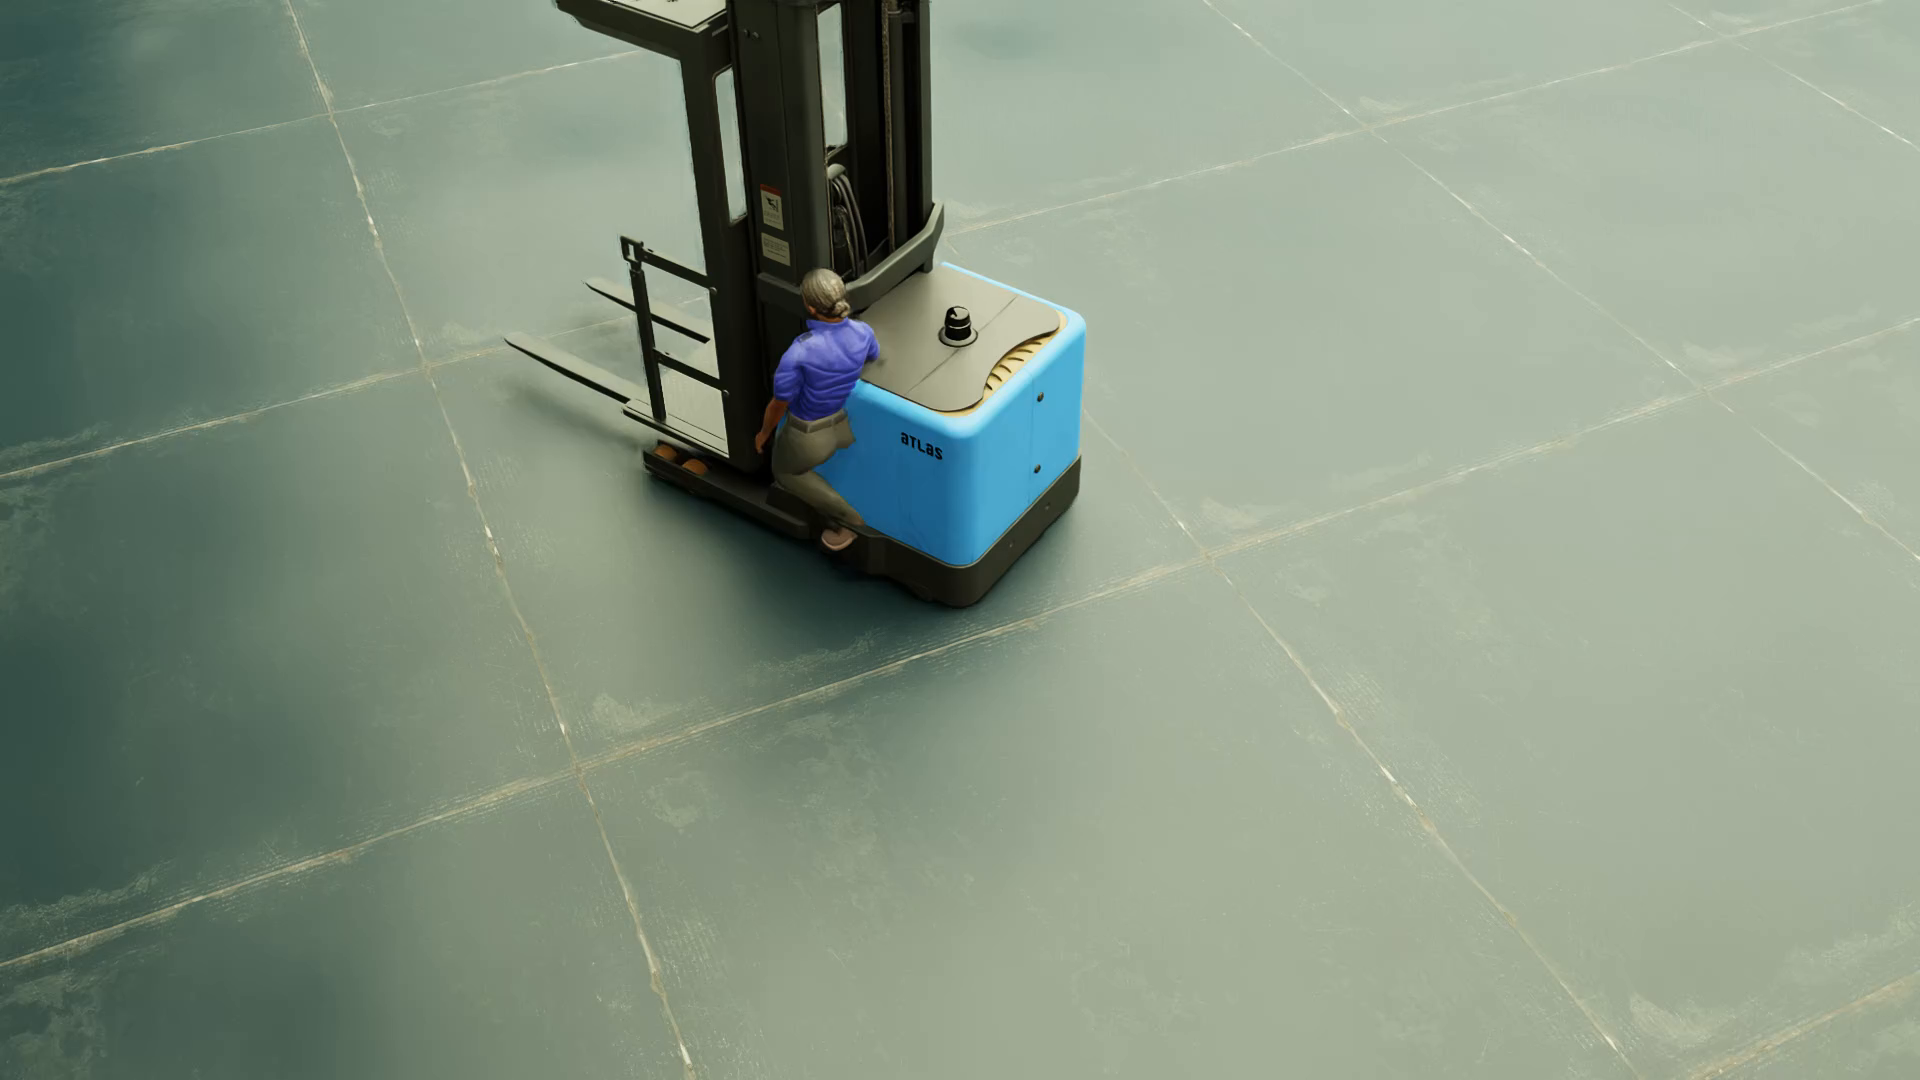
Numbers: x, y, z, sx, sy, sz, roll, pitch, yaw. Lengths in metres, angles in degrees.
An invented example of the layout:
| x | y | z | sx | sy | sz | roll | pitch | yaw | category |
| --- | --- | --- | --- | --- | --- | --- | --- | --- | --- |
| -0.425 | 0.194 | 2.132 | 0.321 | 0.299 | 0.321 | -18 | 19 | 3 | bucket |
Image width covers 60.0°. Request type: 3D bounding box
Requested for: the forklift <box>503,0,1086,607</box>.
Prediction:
| x | y | z | sx | sy | sz | roll | pitch | yaw | category |
| --- | --- | --- | --- | --- | --- | --- | --- | --- | --- |
| -0.933 | -1.570 | 7.362 | 3.031 | 2.935 | 1.130 | 25 | 48 | 24 | forklift |

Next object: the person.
| x | y | z | sx | sy | sz | roll | pitch | yaw | category |
| --- | --- | --- | --- | --- | --- | --- | --- | --- | --- |
| -0.613 | -0.656 | 7.251 | 0.711 | 1.463 | 0.688 | -24 | 48 | -24 | person |
